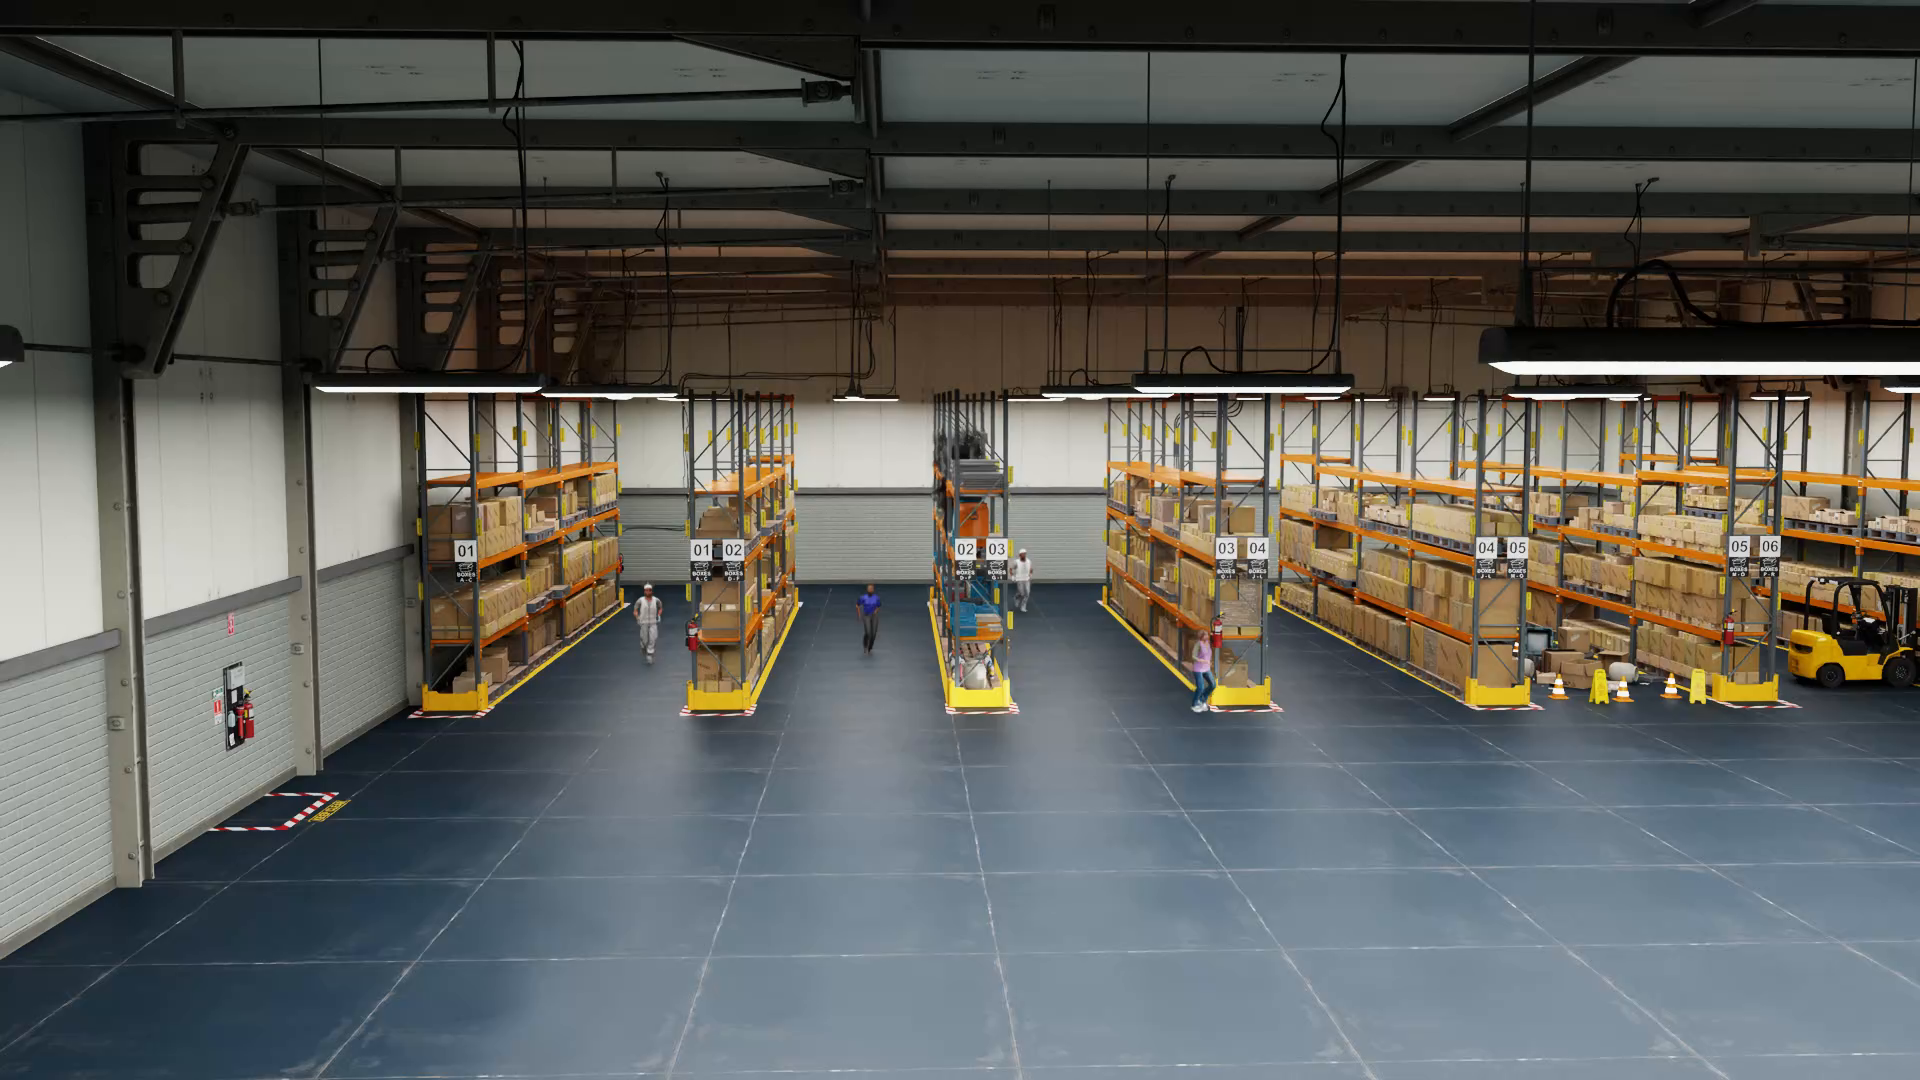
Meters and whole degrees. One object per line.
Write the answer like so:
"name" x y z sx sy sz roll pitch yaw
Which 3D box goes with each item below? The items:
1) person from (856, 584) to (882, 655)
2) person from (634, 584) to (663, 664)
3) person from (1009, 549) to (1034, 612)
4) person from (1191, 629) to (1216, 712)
"person" -2.043 1.811 37.848 0.552 1.617 0.633 -2 5 -20
"person" -6.883 1.851 36.814 0.653 1.749 0.734 -1 5 -18
"person" 1.731 1.117 45.894 0.688 1.730 0.600 -2 5 -19
"person" 4.505 2.425 30.772 0.540 1.564 0.612 -4 6 -37
